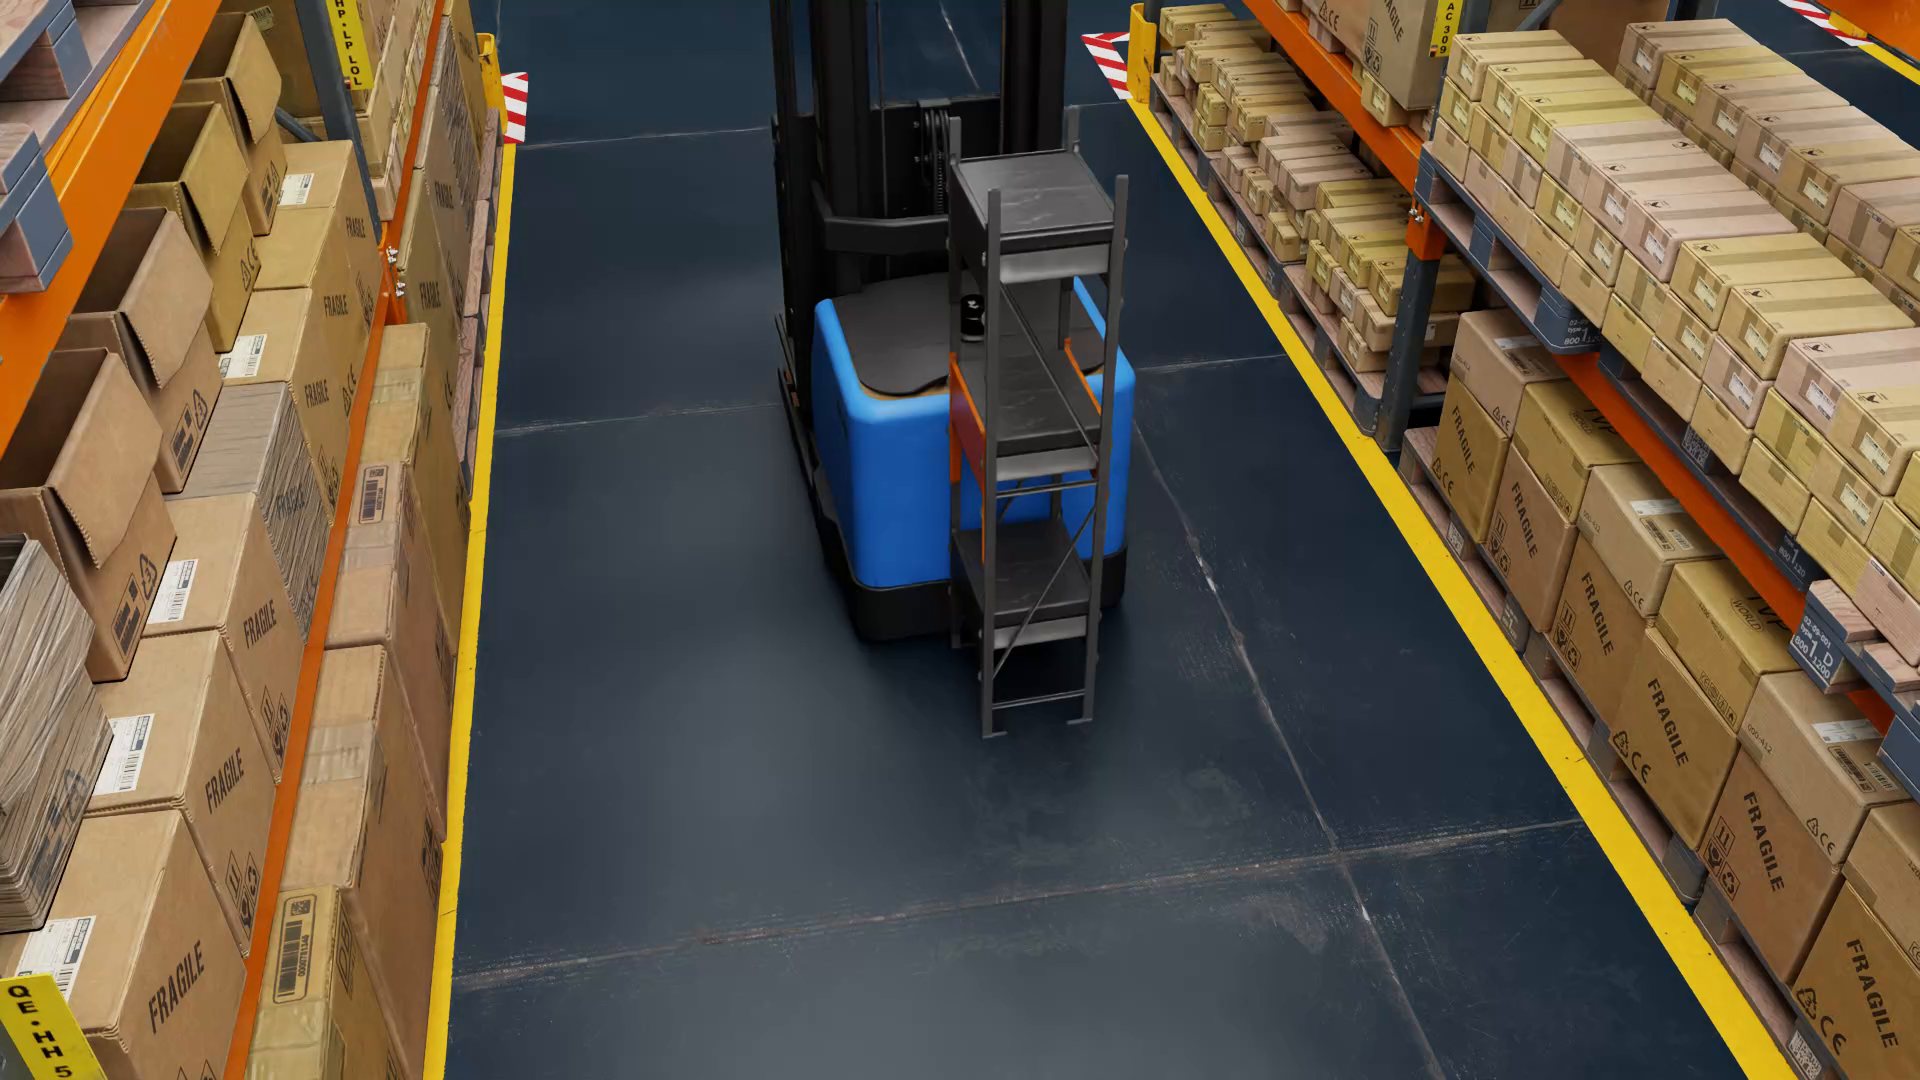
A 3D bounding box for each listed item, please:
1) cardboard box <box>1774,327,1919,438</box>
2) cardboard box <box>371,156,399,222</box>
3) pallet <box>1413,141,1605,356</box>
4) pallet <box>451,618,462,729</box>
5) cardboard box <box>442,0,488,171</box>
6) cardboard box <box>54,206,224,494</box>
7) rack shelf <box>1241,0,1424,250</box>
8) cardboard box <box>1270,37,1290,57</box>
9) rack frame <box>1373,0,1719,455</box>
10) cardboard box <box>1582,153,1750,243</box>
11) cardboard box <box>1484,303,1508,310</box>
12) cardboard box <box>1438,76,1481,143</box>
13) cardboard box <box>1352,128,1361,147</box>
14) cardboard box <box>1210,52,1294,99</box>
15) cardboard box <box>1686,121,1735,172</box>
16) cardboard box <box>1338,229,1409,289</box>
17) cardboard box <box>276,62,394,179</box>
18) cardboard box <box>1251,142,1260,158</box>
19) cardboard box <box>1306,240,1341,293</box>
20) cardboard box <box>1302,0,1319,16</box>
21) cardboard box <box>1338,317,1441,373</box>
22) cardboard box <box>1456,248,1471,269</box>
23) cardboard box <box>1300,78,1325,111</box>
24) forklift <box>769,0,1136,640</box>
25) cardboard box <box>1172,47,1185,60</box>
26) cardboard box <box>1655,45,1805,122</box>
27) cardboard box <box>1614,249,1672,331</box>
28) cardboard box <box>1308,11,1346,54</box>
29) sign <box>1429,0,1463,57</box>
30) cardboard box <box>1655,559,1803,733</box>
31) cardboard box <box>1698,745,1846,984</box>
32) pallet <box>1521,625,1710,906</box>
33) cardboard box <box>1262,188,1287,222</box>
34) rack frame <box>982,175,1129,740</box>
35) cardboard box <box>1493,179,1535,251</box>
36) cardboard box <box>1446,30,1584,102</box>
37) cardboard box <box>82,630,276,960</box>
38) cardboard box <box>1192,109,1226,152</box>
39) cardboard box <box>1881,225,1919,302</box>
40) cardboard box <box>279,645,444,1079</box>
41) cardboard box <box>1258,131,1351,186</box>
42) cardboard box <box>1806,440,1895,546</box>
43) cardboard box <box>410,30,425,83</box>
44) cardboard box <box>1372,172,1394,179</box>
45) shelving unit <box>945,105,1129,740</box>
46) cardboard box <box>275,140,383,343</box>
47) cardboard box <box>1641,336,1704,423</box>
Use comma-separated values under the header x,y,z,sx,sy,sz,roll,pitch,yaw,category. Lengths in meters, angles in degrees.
x,y,z,sx,sy,sz,roll,pitch,yaw,category
2.312,-0.397,4.194,0.380,0.149,0.250,-6,38,-8,cardboard box
-2.302,-1.290,6.171,0.380,0.149,0.250,-6,38,-8,cardboard box
2.314,-1.095,5.870,1.003,0.211,1.213,-6,38,-8,pallet
-2.369,0.384,6.084,1.003,0.211,1.213,-6,38,-8,pallet
-3.088,-2.540,8.964,0.875,0.875,0.875,-6,38,-8,cardboard box
-2.225,-0.437,3.968,0.797,0.503,0.637,-5,38,-6,cardboard box
1.972,-2.572,8.202,1.077,0.370,4.000,-6,38,-8,rack shelf
2.202,-3.224,7.797,0.500,2.792,2.619,-6,38,-8,cardboard box
2.323,-1.648,6.426,1.000,3.000,0.127,-6,38,-8,rack frame
2.123,-1.033,5.013,0.380,0.149,0.250,-7,38,-8,cardboard box
2.574,-1.059,7.407,0.380,0.149,0.250,-5,38,-6,cardboard box
1.939,-1.544,5.913,0.380,0.149,0.250,-6,38,-7,cardboard box
2.218,-2.100,8.504,0.380,0.149,0.250,-6,38,-8,cardboard box
1.589,-2.525,9.052,0.380,0.149,0.250,-8,39,-10,cardboard box
2.675,-1.304,5.603,0.380,0.149,0.250,-5,38,-6,cardboard box
1.920,-1.260,7.423,0.380,0.149,0.250,-6,38,-7,cardboard box
-2.403,-1.545,6.174,0.500,0.250,0.500,-7,38,-9,cardboard box
1.750,-2.091,8.736,0.380,0.149,0.250,-4,38,-6,cardboard box
1.831,-1.283,7.696,0.380,0.149,0.250,-7,38,-10,cardboard box
1.784,-2.681,7.432,0.500,0.500,0.500,-6,38,-8,cardboard box
1.919,-0.888,7.429,0.380,0.149,0.250,-6,38,-7,cardboard box
2.476,-1.326,7.508,0.380,0.149,0.250,-4,38,-6,cardboard box
2.034,-2.446,9.193,0.380,0.149,0.250,-7,38,-8,cardboard box
-0.202,-1.669,6.561,1.129,2.867,3.031,-8,39,-10,forklift
1.461,-2.877,9.747,0.380,0.149,0.250,-5,38,-6,cardboard box
2.633,-1.566,5.698,0.380,0.149,0.250,-7,38,-9,cardboard box
2.174,-0.752,4.894,0.380,0.149,0.250,-7,38,-9,cardboard box
1.804,-2.327,7.505,0.380,0.149,0.250,-8,39,-10,cardboard box
1.790,-1.927,6.079,0.100,0.325,0.005,-6,38,-8,sign
2.473,0.296,5.008,0.500,0.250,0.500,-5,38,-7,cardboard box
2.564,0.906,4.834,0.500,0.500,0.500,-5,38,-6,cardboard box
2.678,0.662,5.726,1.003,0.211,1.213,-6,38,-8,pallet
1.758,-1.678,8.446,0.380,0.149,0.250,-6,38,-7,cardboard box
0.273,-0.158,5.242,0.400,2.100,0.015,-8,39,-10,rack frame
2.033,-1.109,5.595,0.380,0.149,0.250,-6,38,-8,cardboard box
1.939,-1.662,5.822,0.380,0.149,0.250,-4,38,-6,cardboard box
-1.787,0.567,3.493,0.500,0.500,0.500,-7,38,-9,cardboard box
1.512,-2.288,9.232,0.380,0.149,0.250,-6,38,-7,cardboard box
2.862,-0.778,4.684,0.380,0.149,0.250,-7,38,-9,cardboard box
-2.126,0.956,4.464,1.225,0.875,0.875,-6,38,-8,cardboard box
1.703,-1.889,8.234,0.380,0.149,0.250,-8,38,-10,cardboard box
2.349,-0.136,4.100,0.380,0.149,0.250,-6,38,-8,cardboard box
-2.530,-2.073,7.179,0.380,0.149,0.250,-6,38,-7,cardboard box
2.312,-1.836,8.408,0.380,0.149,0.250,-7,38,-8,cardboard box
0.218,-0.304,5.430,0.431,2.100,0.503,-8,39,-10,shelving unit
-2.227,-0.962,5.461,0.500,0.500,0.500,-6,38,-8,cardboard box
2.214,-0.486,4.793,0.380,0.149,0.250,-8,39,-10,cardboard box
